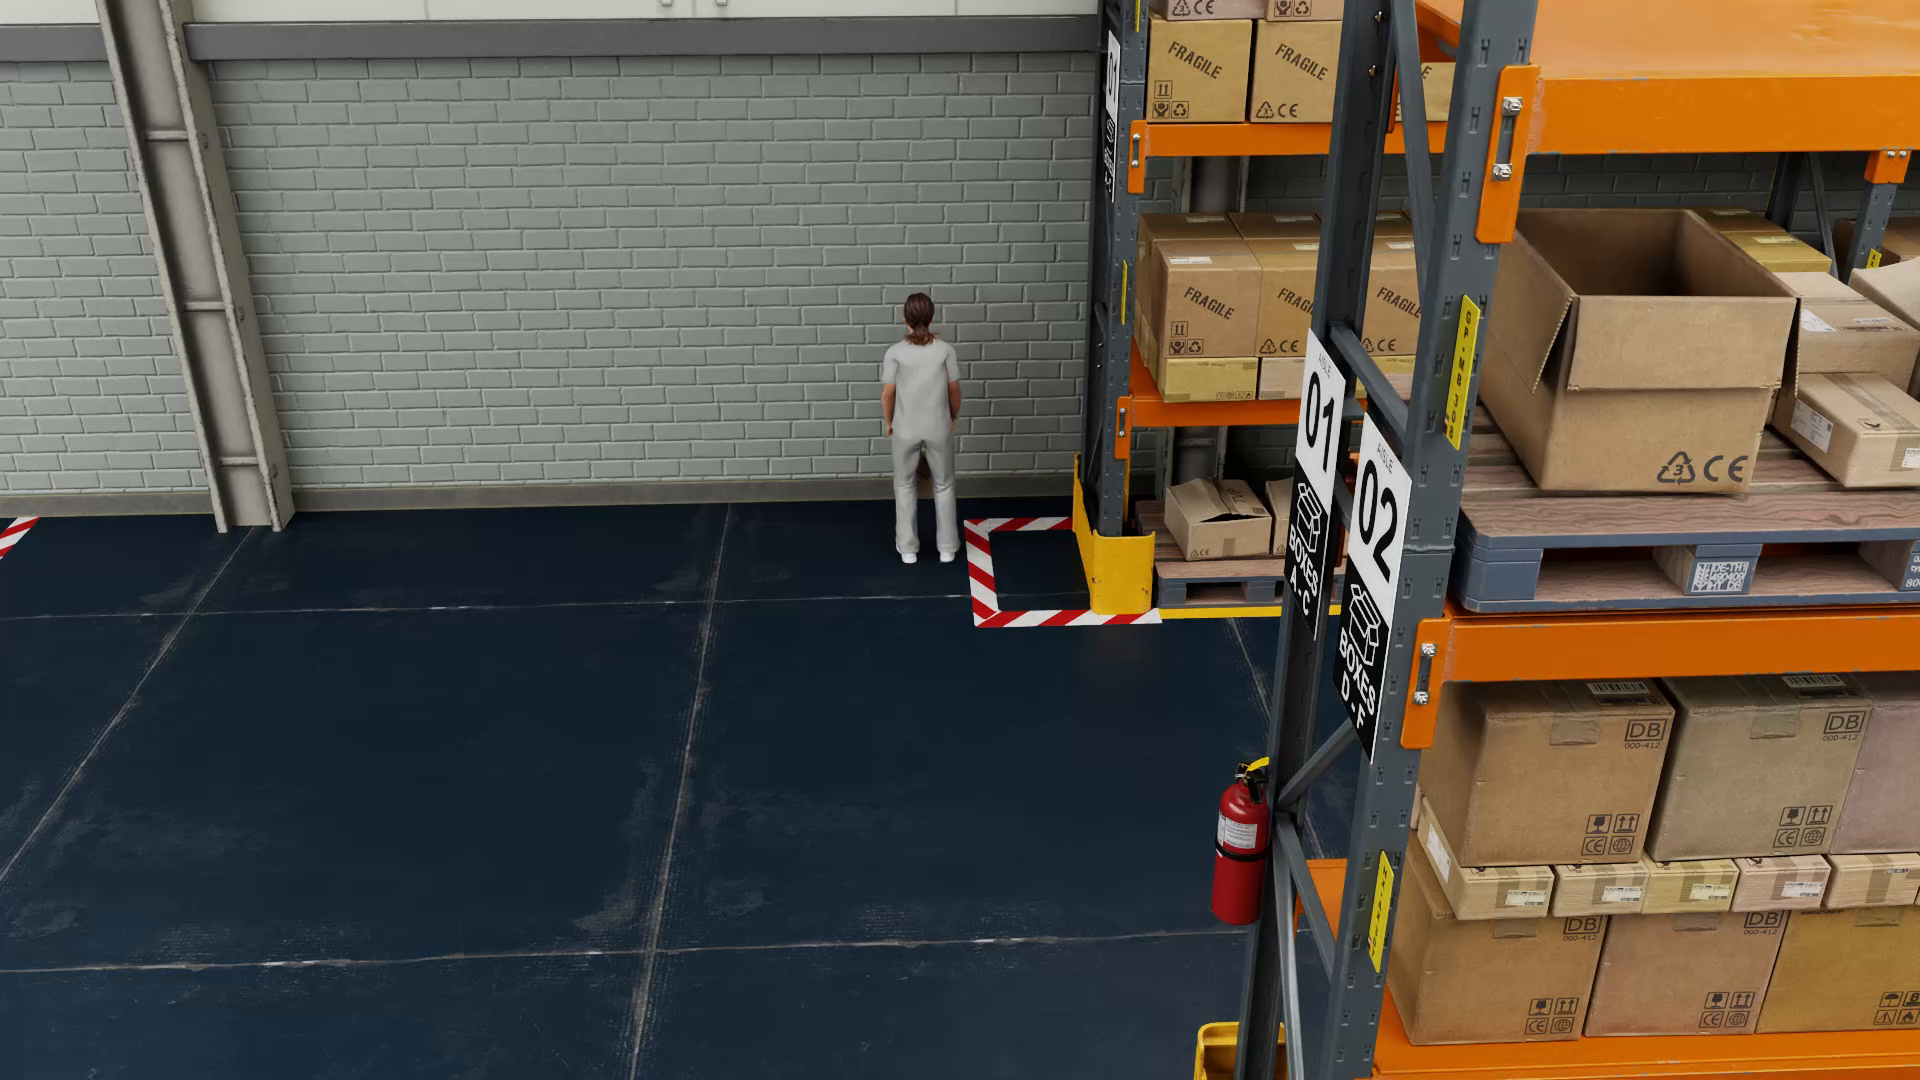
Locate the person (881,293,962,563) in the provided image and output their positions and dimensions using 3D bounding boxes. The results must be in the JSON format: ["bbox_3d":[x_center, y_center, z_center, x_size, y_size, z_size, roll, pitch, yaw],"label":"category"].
[{"bbox_3d":[-0.223,-0.651,9.861,0.476,1.675,0.363,-2,28,-4],"label":"person"}]
